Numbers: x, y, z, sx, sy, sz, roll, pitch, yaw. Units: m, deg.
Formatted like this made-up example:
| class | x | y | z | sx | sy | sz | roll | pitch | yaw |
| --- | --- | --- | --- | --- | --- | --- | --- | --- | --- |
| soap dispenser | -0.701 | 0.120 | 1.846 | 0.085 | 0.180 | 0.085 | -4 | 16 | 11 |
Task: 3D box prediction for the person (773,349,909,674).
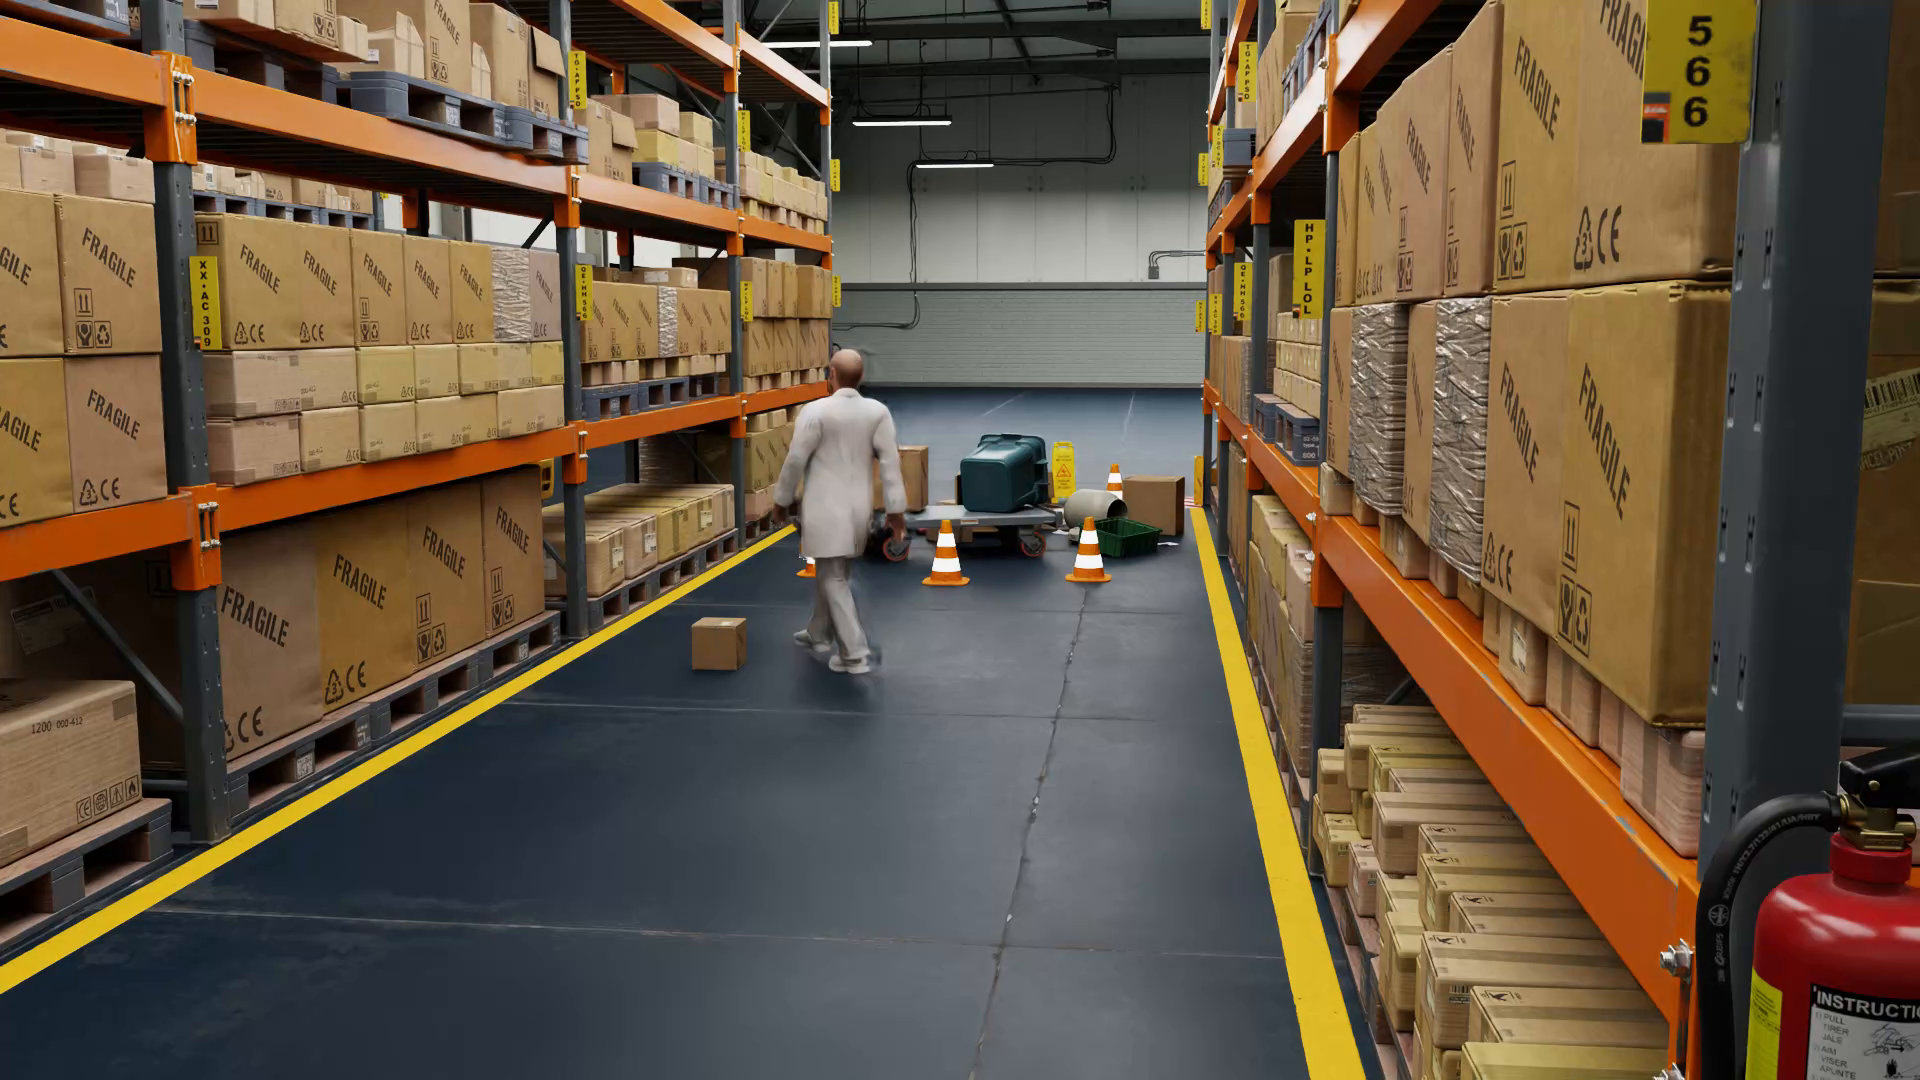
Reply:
| class | x | y | z | sx | sy | sz | roll | pitch | yaw |
| --- | --- | --- | --- | --- | --- | --- | --- | --- | --- |
| person | -0.747 | -0.175 | 9.121 | 0.654 | 1.739 | 0.946 | -6 | 9 | -38 |
